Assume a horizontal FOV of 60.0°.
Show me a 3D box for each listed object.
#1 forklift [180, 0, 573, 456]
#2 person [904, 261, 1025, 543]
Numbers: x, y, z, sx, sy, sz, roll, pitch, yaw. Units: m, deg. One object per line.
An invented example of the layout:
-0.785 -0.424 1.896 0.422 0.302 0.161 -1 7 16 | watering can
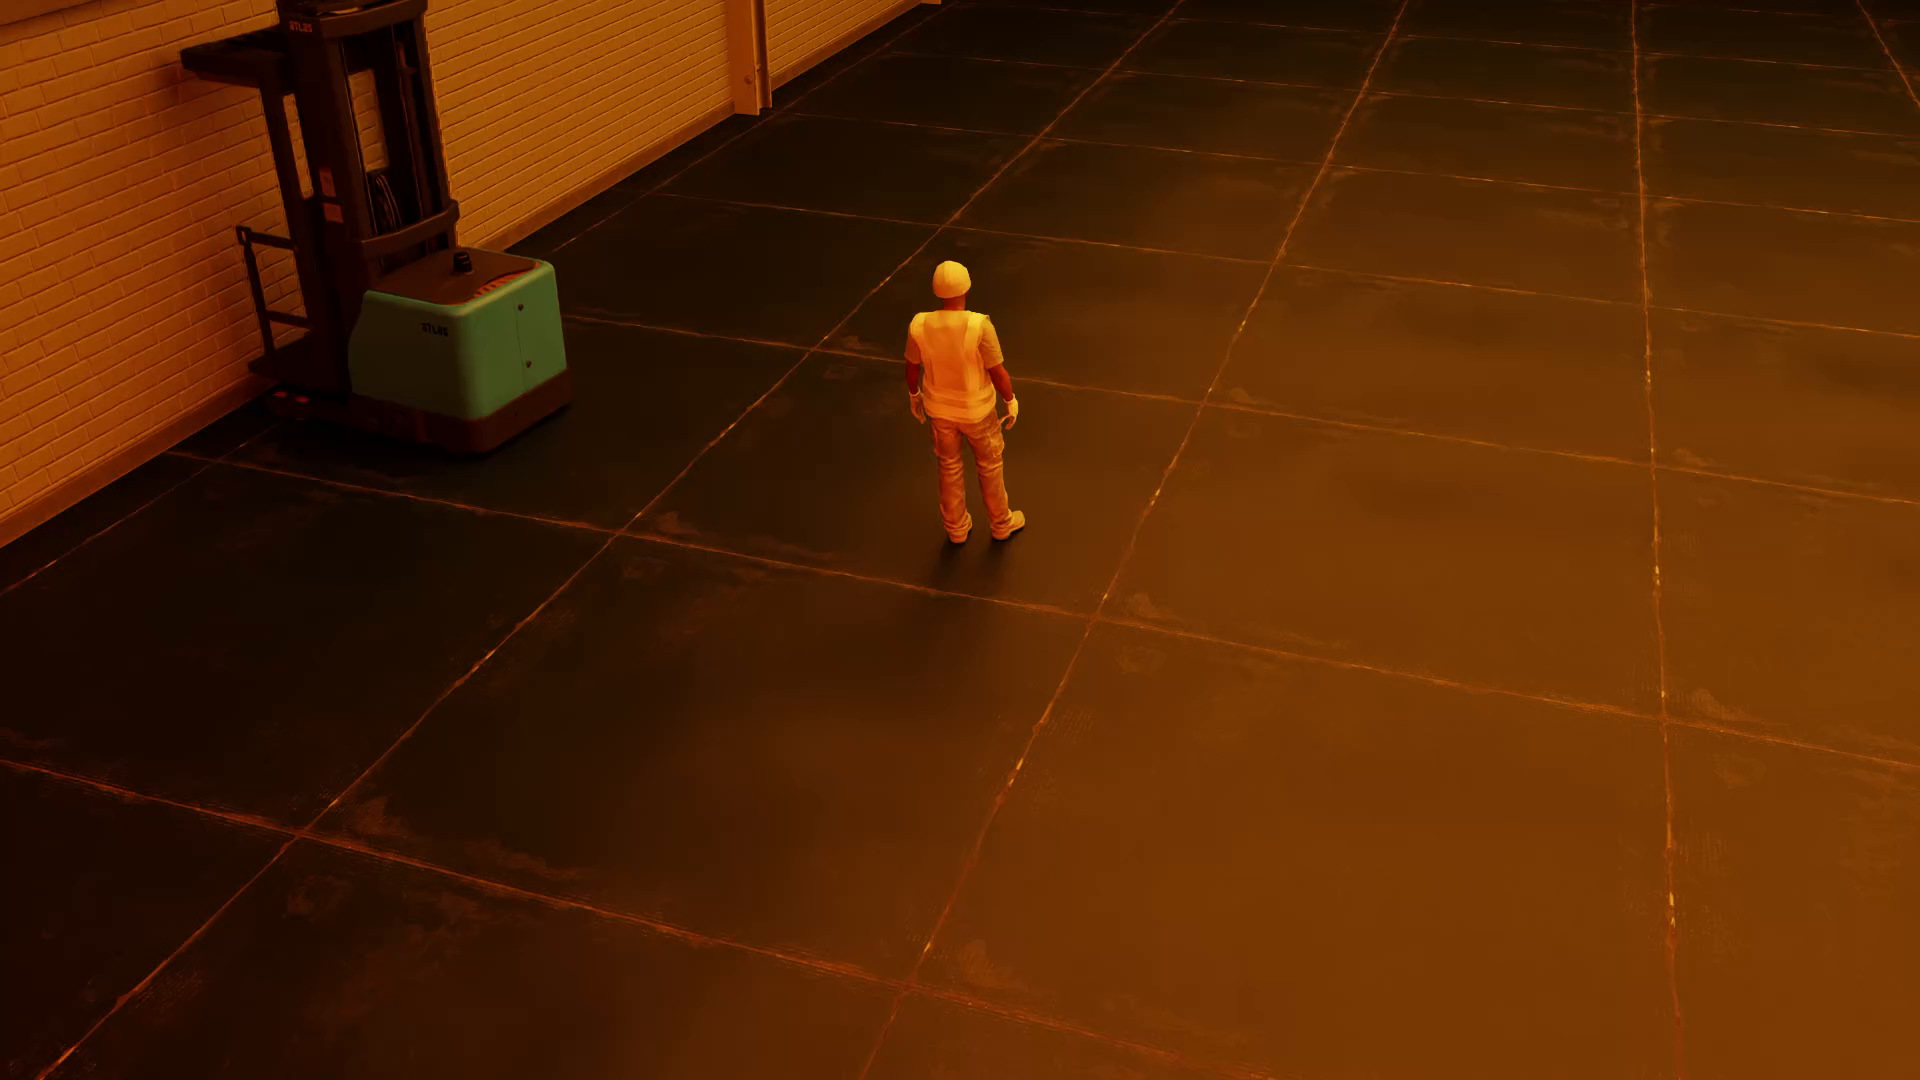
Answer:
-4.278 -2.321 11.208 3.031 2.935 1.130 13 32 22 | forklift
0.032 -0.814 9.708 0.657 1.785 0.575 10 31 16 | person
